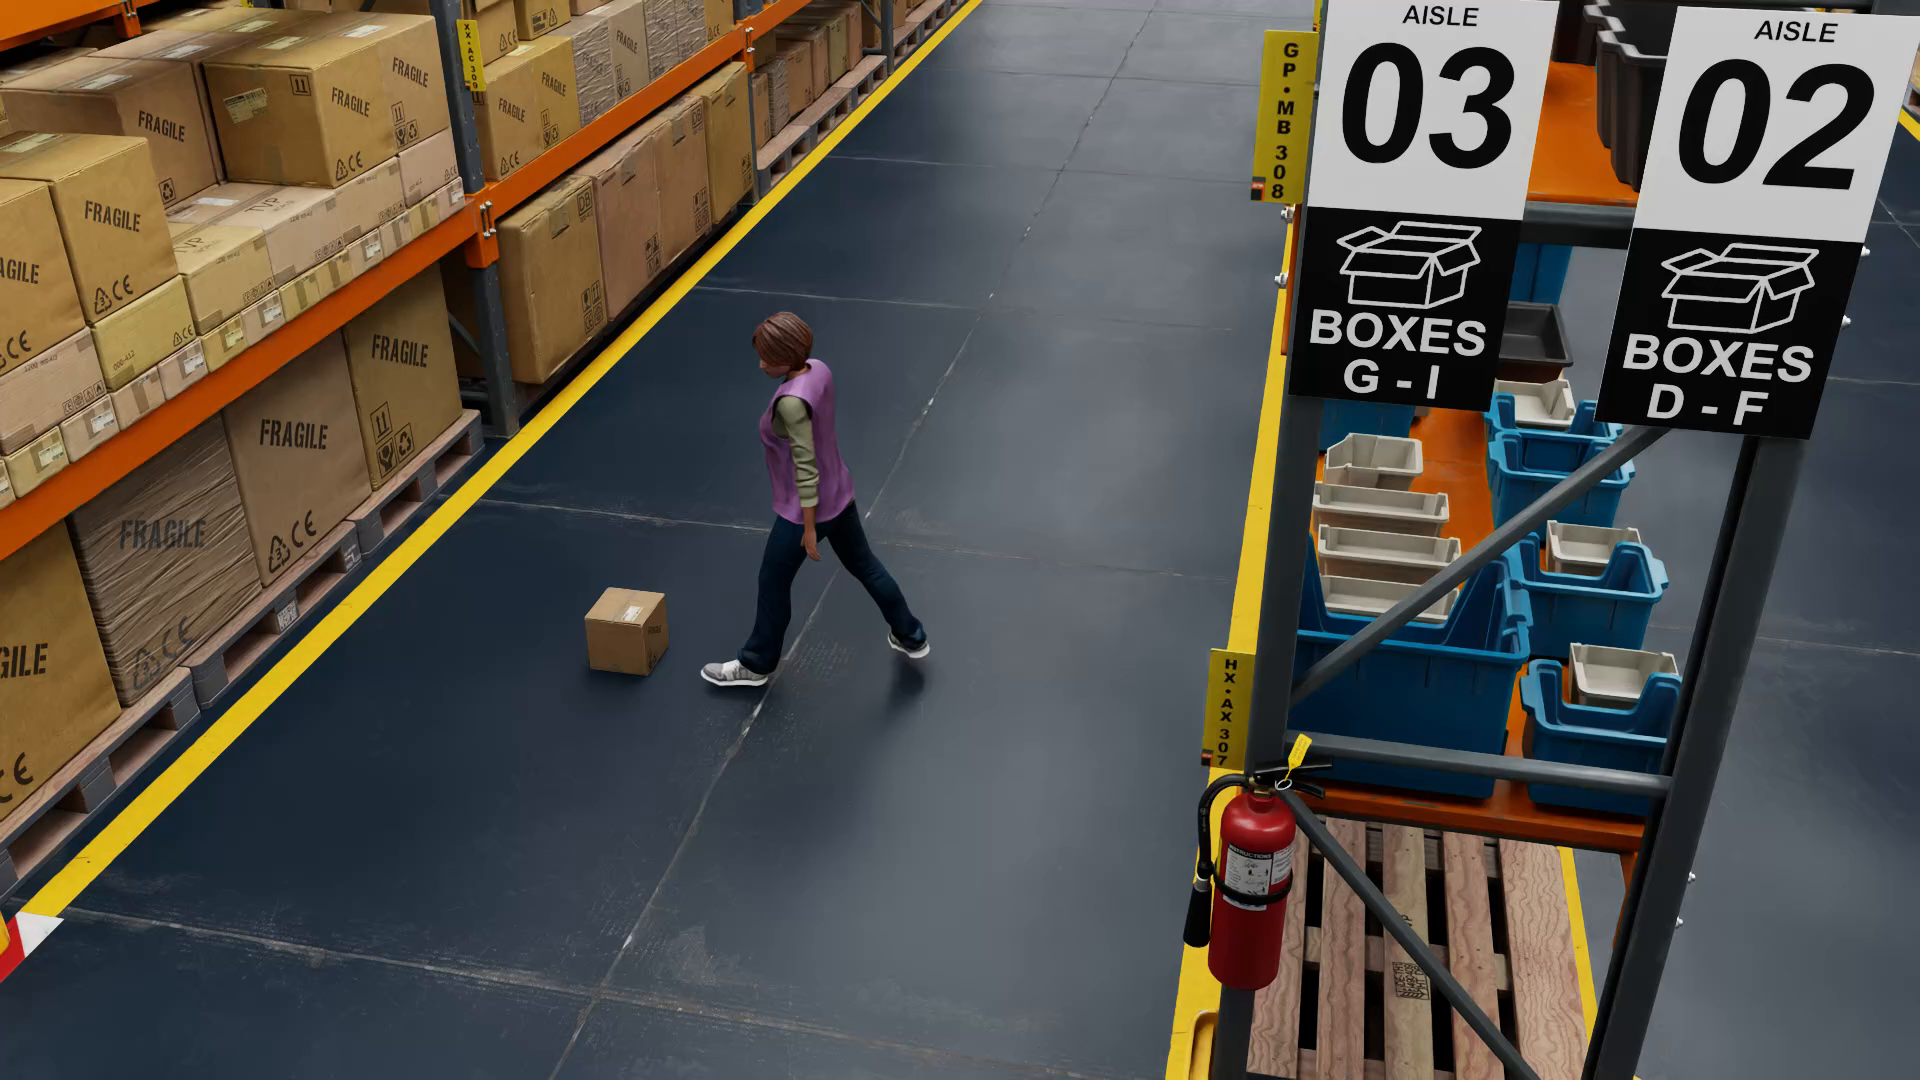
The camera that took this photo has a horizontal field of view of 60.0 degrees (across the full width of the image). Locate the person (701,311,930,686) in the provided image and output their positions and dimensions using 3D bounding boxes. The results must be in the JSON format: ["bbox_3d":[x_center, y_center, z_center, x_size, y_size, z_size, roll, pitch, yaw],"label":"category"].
[{"bbox_3d":[-0.564,-0.163,6.425,0.847,1.553,0.553,9,30,15],"label":"person"}]
